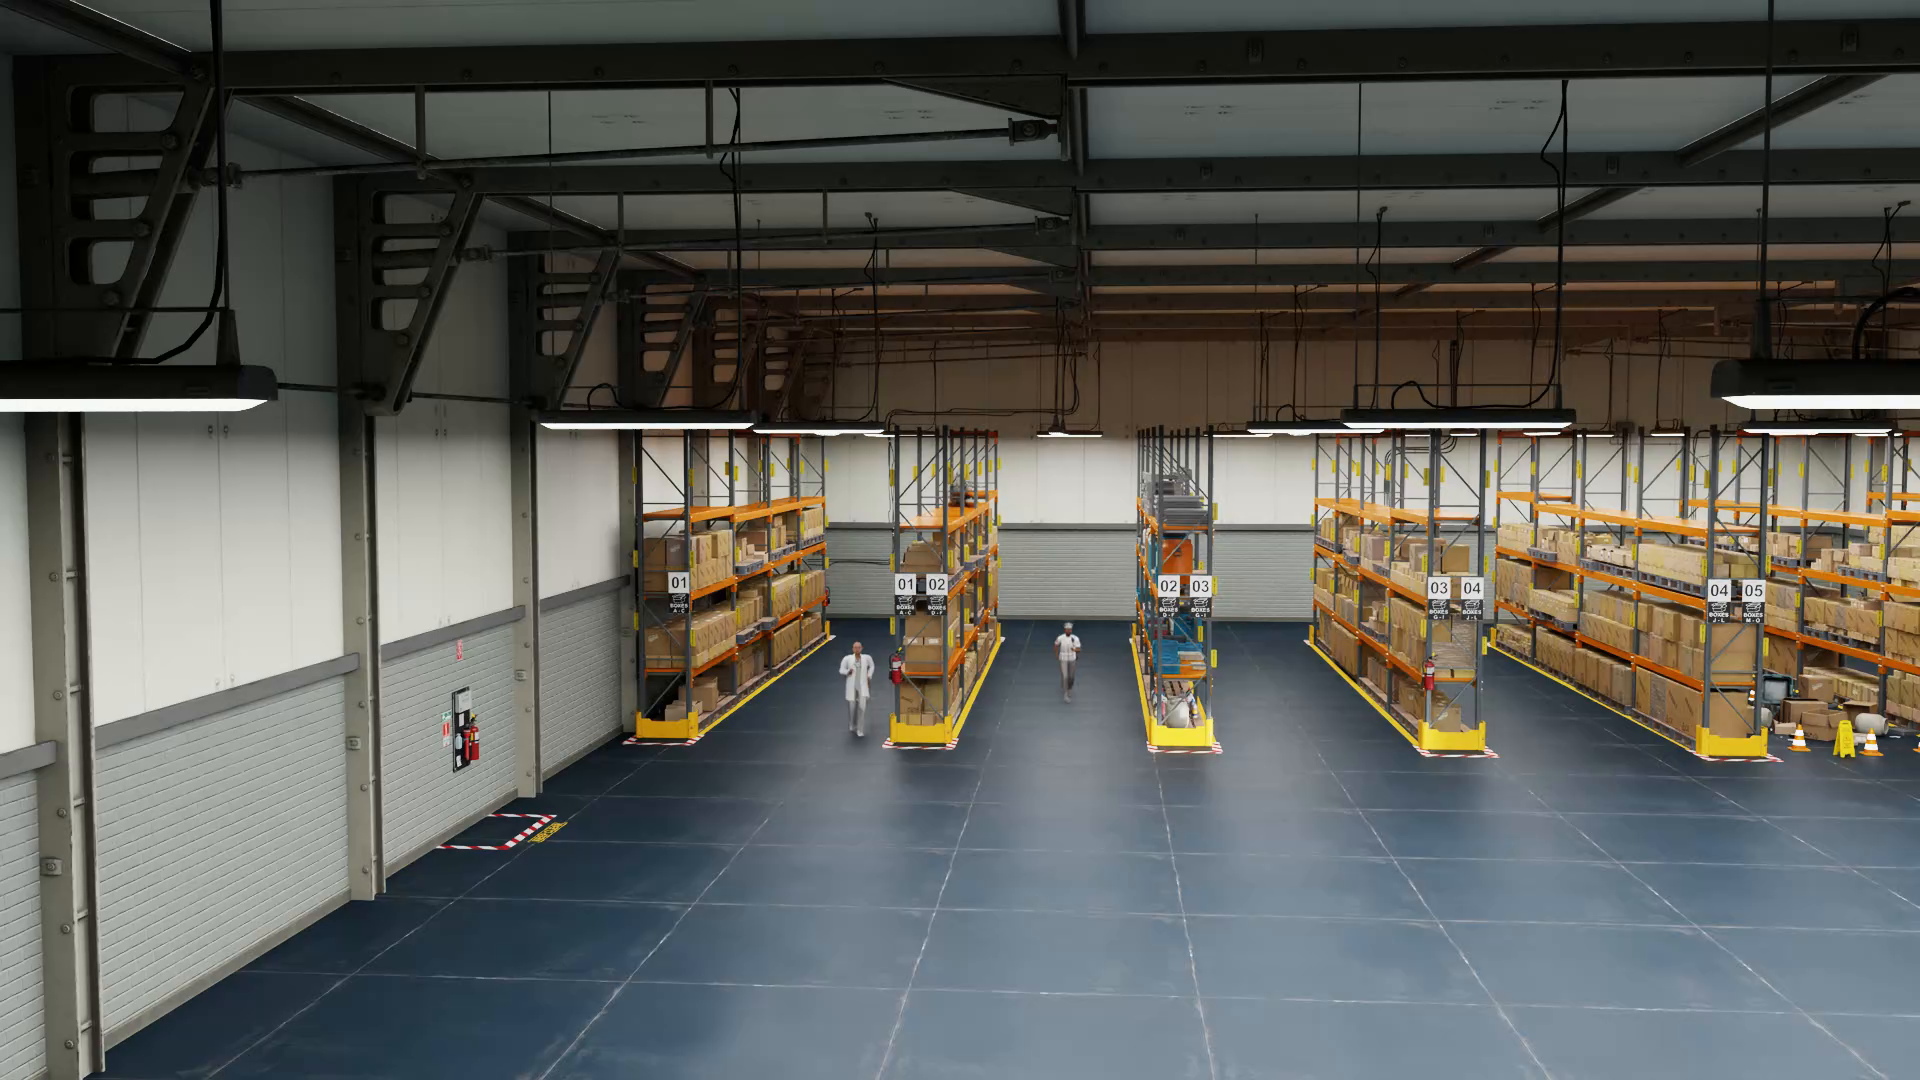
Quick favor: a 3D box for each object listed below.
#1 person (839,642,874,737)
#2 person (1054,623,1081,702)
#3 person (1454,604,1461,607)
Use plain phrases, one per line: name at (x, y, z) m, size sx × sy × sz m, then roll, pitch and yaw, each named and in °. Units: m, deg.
person at (-2.001, 2.905, 32.308) m, size 0.696 × 1.852 × 0.770 m, roll 0°, pitch 3°, yaw -5°
person at (2.374, 2.654, 36.541) m, size 0.572 × 1.694 × 0.935 m, roll 0°, pitch 3°, yaw -3°
person at (13.342, 2.223, 44.001) m, size 0.639 × 1.710 × 0.700 m, roll 1°, pitch 3°, yaw 10°
